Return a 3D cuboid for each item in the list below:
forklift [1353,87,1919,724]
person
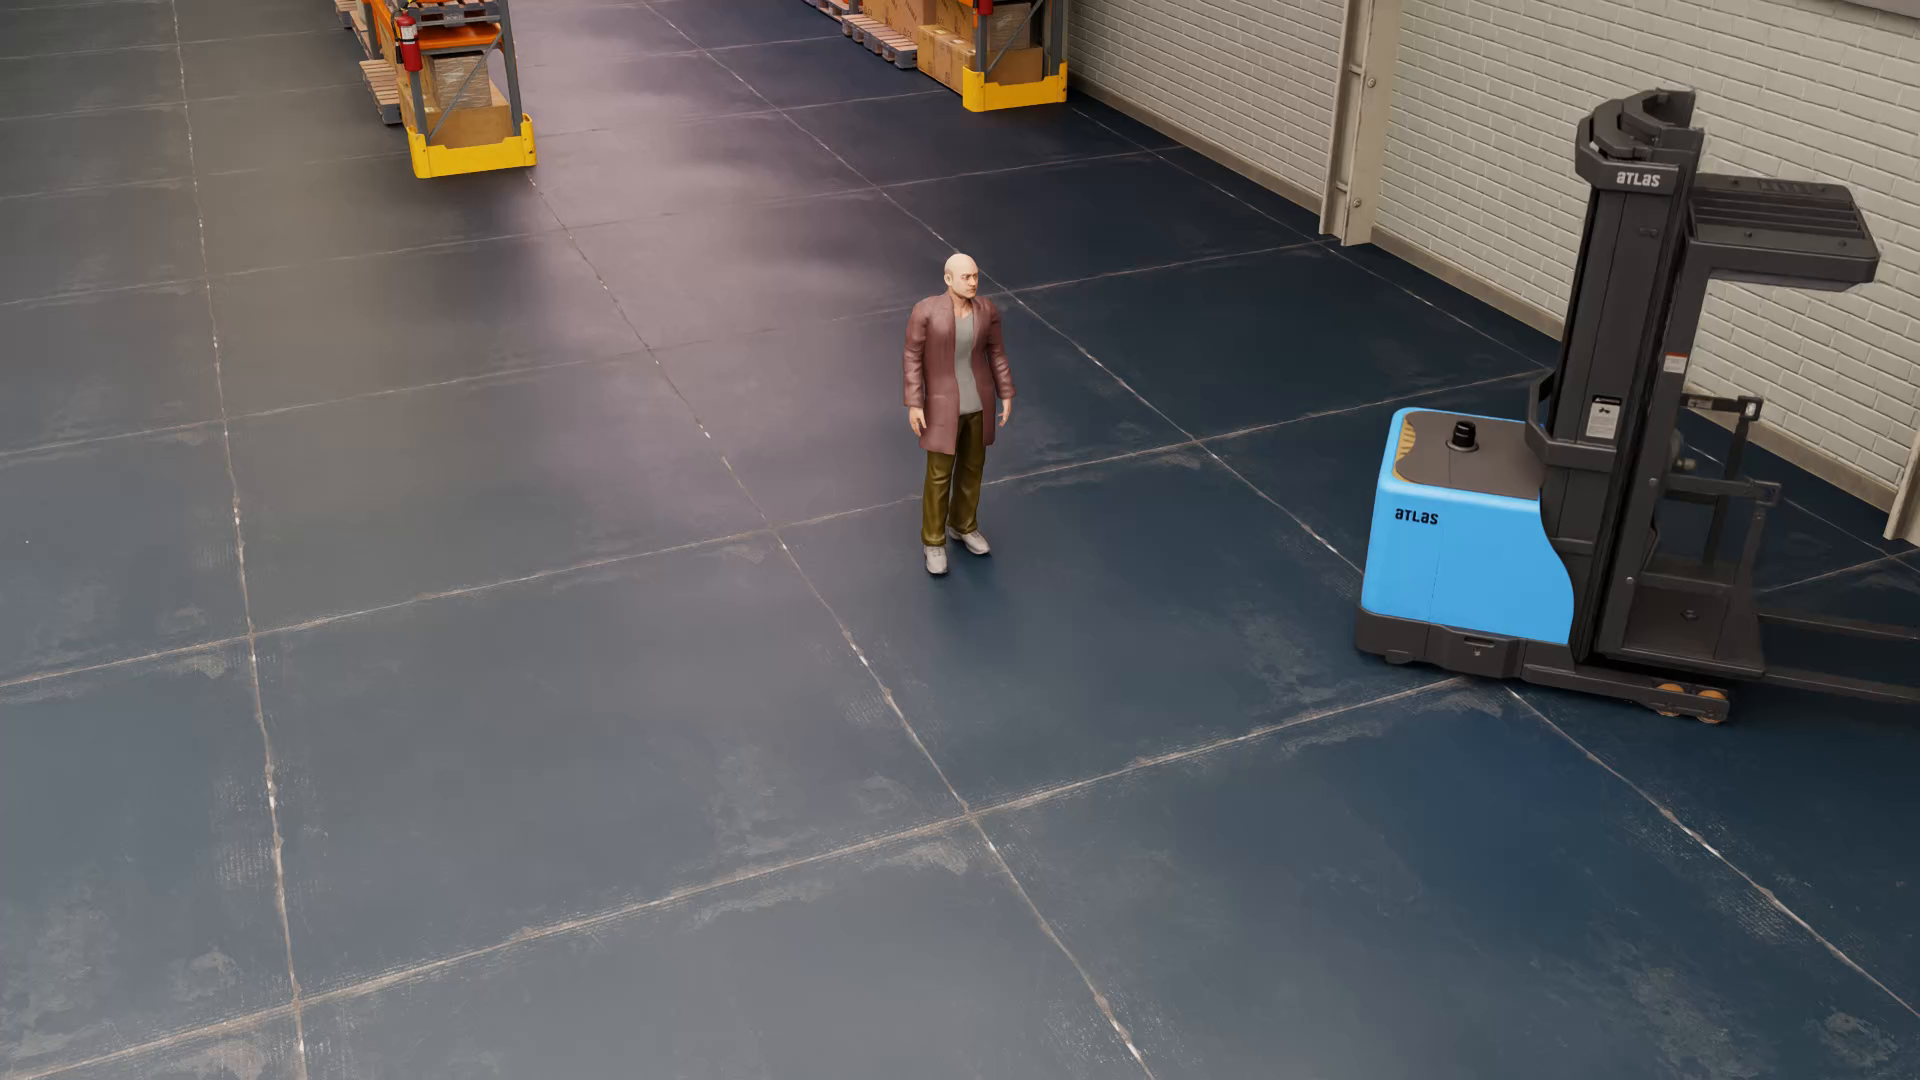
[{"bbox_3d":[3.695,-0.637,8.234,3.031,2.935,1.130,9,31,16],"label":"forklift"},{"bbox_3d":[0.033,-0.736,9.553,0.698,1.778,0.579,-12,32,-20],"label":"person"}]
